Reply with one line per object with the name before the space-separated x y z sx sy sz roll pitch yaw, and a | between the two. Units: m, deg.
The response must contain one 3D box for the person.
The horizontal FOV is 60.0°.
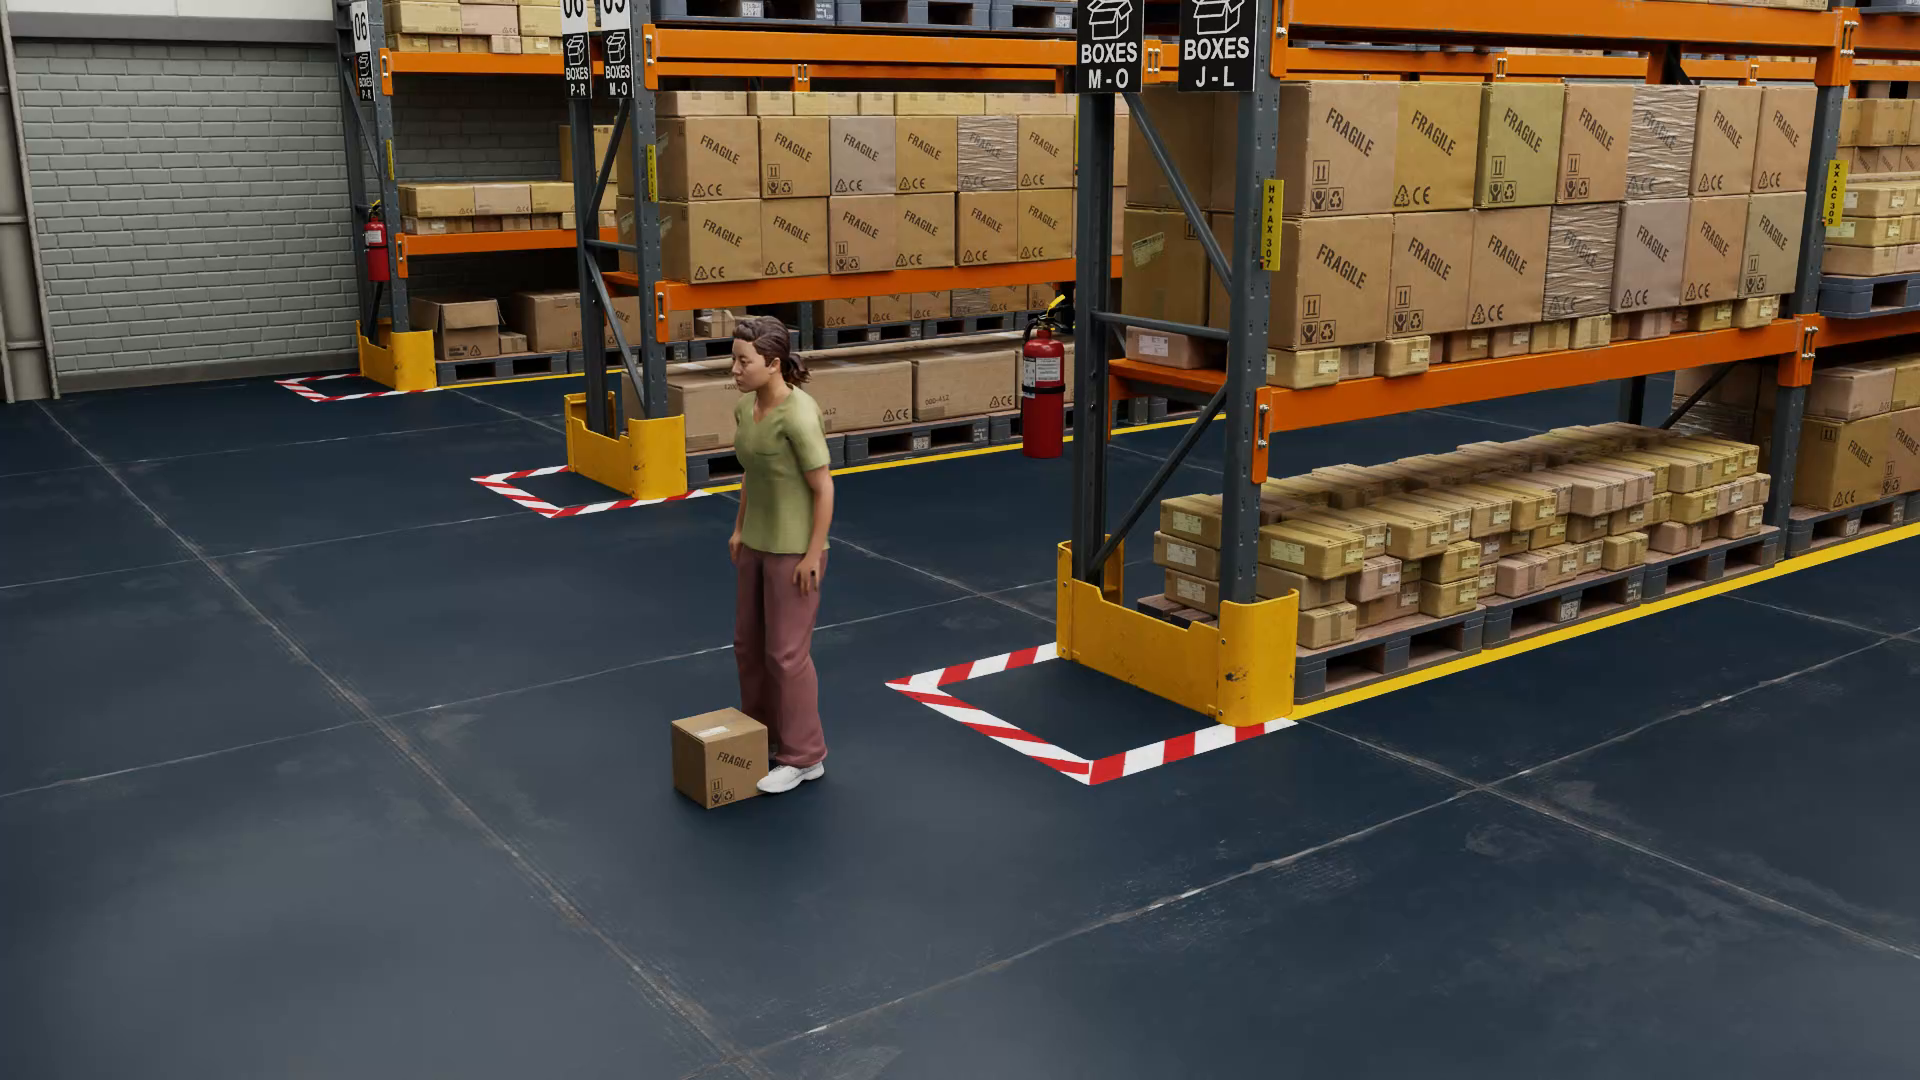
person | -0.651 0.044 5.844 0.357 1.673 0.520 -11 18 -37
